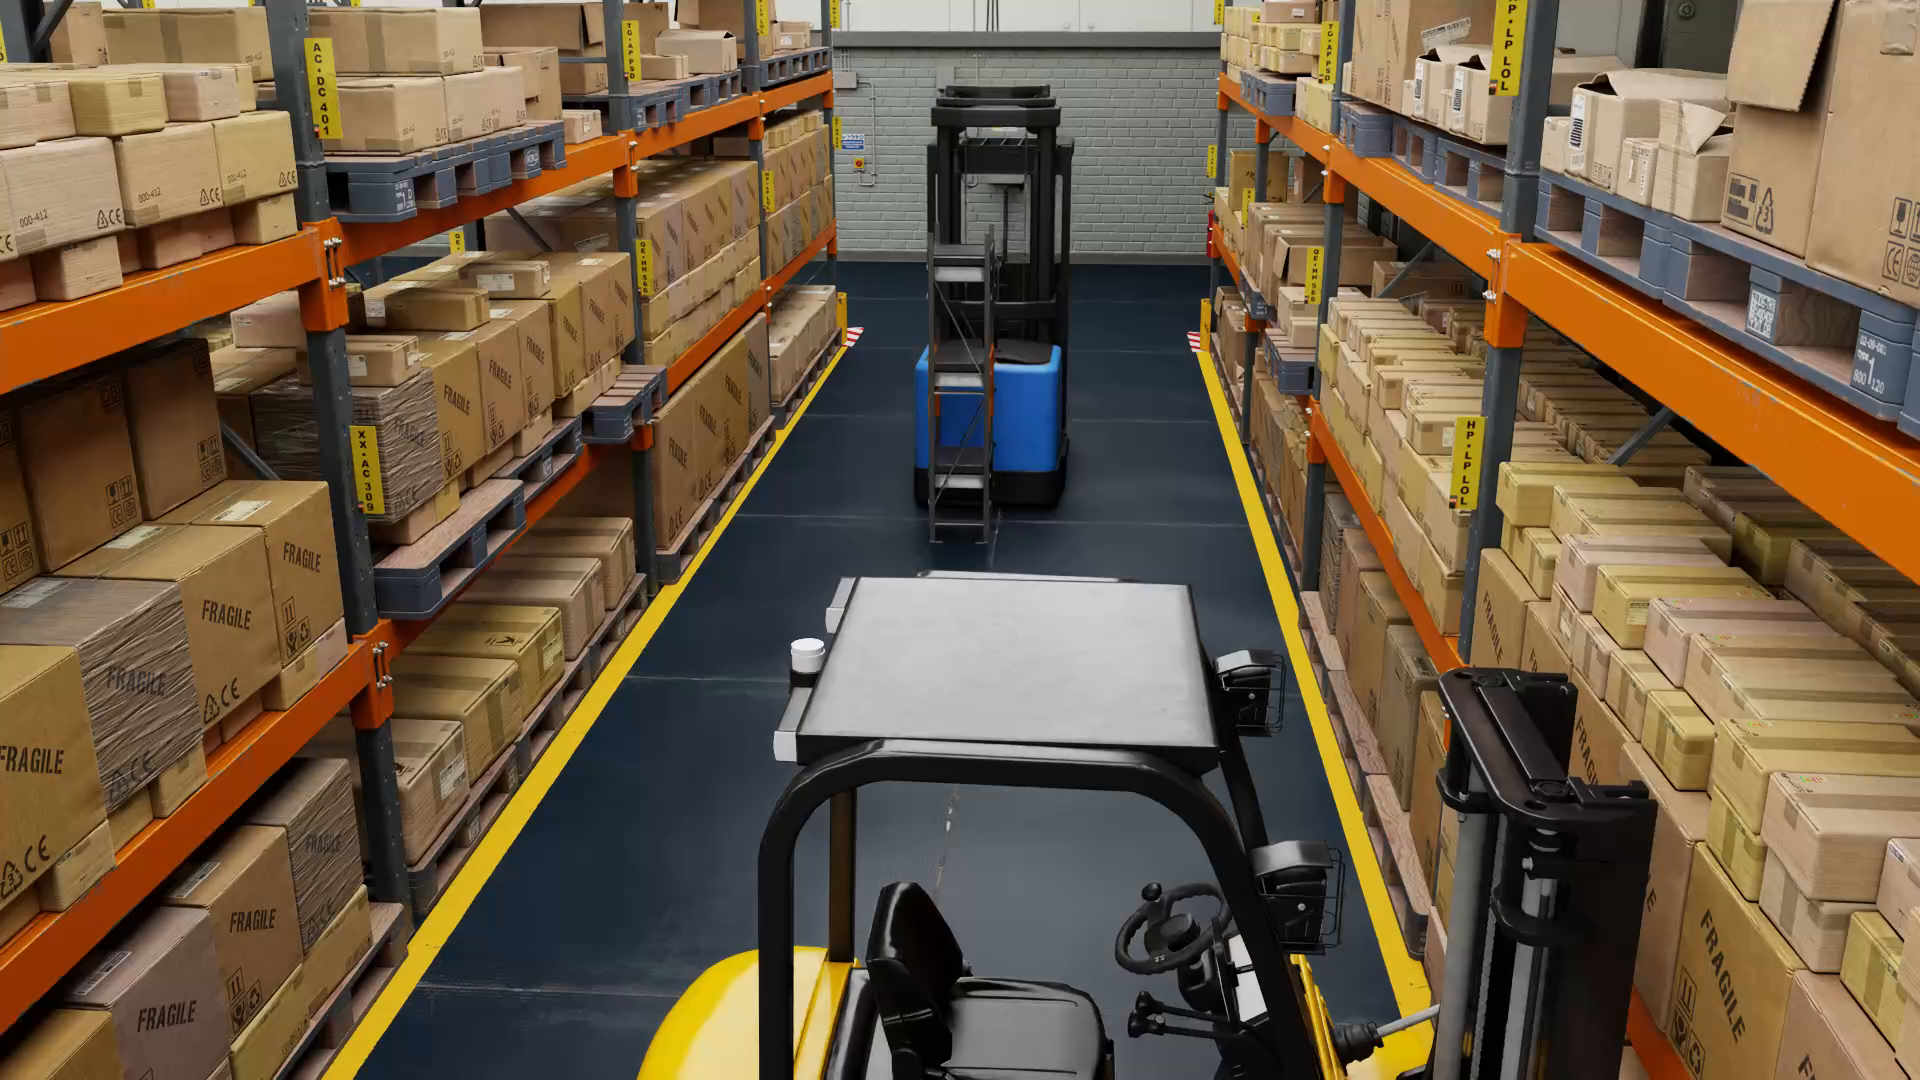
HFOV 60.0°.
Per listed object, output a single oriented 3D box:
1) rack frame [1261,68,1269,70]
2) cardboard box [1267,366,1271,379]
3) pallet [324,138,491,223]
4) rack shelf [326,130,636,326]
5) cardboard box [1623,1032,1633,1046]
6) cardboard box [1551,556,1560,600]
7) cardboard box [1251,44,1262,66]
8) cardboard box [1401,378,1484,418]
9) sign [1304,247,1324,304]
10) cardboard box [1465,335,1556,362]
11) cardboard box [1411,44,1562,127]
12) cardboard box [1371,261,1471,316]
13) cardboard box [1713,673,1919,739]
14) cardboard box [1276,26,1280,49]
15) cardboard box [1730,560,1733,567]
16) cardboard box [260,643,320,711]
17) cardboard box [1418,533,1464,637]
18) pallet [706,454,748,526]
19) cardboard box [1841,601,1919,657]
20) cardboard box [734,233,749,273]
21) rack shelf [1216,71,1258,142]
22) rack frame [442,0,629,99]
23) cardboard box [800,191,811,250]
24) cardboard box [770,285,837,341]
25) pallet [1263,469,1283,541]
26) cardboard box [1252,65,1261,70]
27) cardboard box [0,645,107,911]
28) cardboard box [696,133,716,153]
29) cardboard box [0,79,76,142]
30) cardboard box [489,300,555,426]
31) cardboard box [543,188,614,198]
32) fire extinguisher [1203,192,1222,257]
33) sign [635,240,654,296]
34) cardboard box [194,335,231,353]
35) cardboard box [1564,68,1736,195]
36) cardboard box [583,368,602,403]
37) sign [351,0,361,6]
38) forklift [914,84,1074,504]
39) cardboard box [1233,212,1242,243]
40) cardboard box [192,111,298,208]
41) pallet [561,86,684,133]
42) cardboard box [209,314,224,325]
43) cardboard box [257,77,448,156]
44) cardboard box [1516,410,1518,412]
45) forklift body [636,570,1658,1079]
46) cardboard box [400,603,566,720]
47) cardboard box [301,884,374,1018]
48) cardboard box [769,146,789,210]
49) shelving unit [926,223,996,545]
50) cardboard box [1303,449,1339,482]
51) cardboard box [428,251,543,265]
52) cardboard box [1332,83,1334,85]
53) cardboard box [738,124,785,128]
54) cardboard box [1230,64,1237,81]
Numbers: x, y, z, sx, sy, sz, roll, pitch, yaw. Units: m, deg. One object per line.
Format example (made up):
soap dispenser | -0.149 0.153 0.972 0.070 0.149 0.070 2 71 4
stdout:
rack frame | 2.847 -5.075 12.460 1.000 3.000 0.127 1 18 4
cardboard box | 2.613 -1.351 13.027 0.380 0.149 0.250 1 18 2
pallet | -2.527 -1.375 6.286 1.213 0.211 1.003 1 18 4
rack shelf | -2.534 -1.554 7.686 1.077 0.370 4.000 1 18 4
cardboard box | 1.855 1.349 4.624 0.500 0.250 0.500 2 18 6
cardboard box | 1.981 0.160 4.916 0.380 0.149 0.250 1 18 4
cardboard box | 2.376 -3.614 12.386 0.380 0.149 0.250 1 18 5
cardboard box | 2.139 -0.604 7.246 0.380 0.149 0.250 1 18 4
sign | 2.018 -1.504 9.462 0.100 0.325 0.005 1 18 4
cardboard box | 2.708 -0.912 8.187 0.380 0.149 0.250 1 18 4
cardboard box | 2.138 -1.838 6.707 0.500 0.311 0.500 1 18 2
cardboard box | 2.753 -1.385 9.999 0.500 0.500 0.500 2 18 7
cardboard box | 1.907 0.413 3.665 0.380 0.149 0.250 2 18 5
cardboard box | 2.364 -3.434 11.359 0.380 0.149 0.250 1 18 4
cardboard box | 2.524 0.089 5.132 0.380 0.149 0.250 1 18 2
cardboard box | -2.408 0.454 5.622 0.380 0.149 0.250 2 18 5
cardboard box | 2.049 0.169 6.330 0.500 0.250 0.500 2 18 5
pallet | -2.169 -0.387 12.266 1.003 0.211 1.213 1 18 4
cardboard box | 2.428 0.266 4.113 0.380 0.149 0.250 1 18 3
cardboard box | -1.922 -2.202 12.765 0.500 0.250 0.500 2 18 5
rack shelf | 2.991 -3.929 14.934 1.077 0.370 4.000 1 18 4
rack frame | -2.391 -3.942 9.003 1.000 3.000 0.127 1 18 4
cardboard box | -1.690 -2.992 15.576 0.500 0.500 0.500 2 18 6
cardboard box | -1.765 -2.351 17.221 0.875 0.438 0.875 1 18 2
pallet | 2.742 -0.266 11.895 1.003 0.211 1.213 1 18 4
cardboard box | 2.632 -3.875 13.378 0.500 0.250 0.500 1 18 4
cardboard box | -2.556 0.586 4.179 0.500 0.500 0.500 1 18 3
cardboard box | -2.272 -3.347 14.012 0.380 0.149 0.250 2 18 5
cardboard box | -2.542 -1.107 4.290 0.380 0.149 0.250 1 18 3
cardboard box | -2.247 -0.845 7.873 0.500 0.500 0.500 1 18 2
cardboard box | -2.544 -2.094 11.231 0.500 0.500 0.500 1 18 4
fire extinguisher | 2.683 -3.309 17.426 0.296 0.674 0.183 1 18 4
sign | -1.849 -1.595 9.741 0.100 0.325 0.005 1 18 4
cardboard box | -6.738 -1.727 14.825 0.380 0.149 0.250 2 18 7
cardboard box | 1.971 -1.117 4.505 0.500 0.311 0.500 2 18 5
cardboard box | -2.126 -0.823 8.845 0.380 0.149 0.250 0 18 1
sign | -6.210 -5.483 17.099 0.100 0.325 0.005 1 18 4
forklift | 0.318 -2.065 13.017 1.130 2.935 3.031 2 18 5
cardboard box | 2.710 -2.768 14.818 0.500 0.250 0.500 1 18 4
cardboard box | -2.441 -1.201 5.217 0.500 0.250 0.500 1 18 3
pallet | -2.398 -2.628 10.113 1.213 0.211 1.003 2 18 6
cardboard box | -7.262 -2.063 15.852 0.380 0.149 0.250 1 18 2
cardboard box | -2.236 -1.575 6.163 0.500 0.250 0.500 1 18 2
cardboard box | 2.688 -0.532 7.667 0.500 0.250 0.500 1 18 3
forklift body | 0.303 1.276 4.073 2.313 2.155 1.214 1 18 4
cardboard box | -2.546 0.598 8.327 0.950 0.372 0.625 2 18 6
cardboard box | -2.452 1.448 5.930 0.500 0.250 0.500 2 18 6
cardboard box | -1.786 -3.156 14.470 0.500 0.500 0.500 1 18 3
shelving unit | 0.012 -1.049 11.253 0.431 2.100 0.503 1 18 4
cardboard box | 2.343 -0.461 10.310 0.380 0.149 0.250 0 18 1
cardboard box | -2.654 -1.345 9.399 0.500 0.500 0.500 1 18 2
cardboard box | 2.384 -2.721 9.693 0.380 0.149 0.250 1 18 3
cardboard box | -1.781 -3.655 14.952 0.380 0.149 0.250 1 18 4
cardboard box | 2.719 -4.361 15.501 0.380 0.149 0.250 1 18 4
